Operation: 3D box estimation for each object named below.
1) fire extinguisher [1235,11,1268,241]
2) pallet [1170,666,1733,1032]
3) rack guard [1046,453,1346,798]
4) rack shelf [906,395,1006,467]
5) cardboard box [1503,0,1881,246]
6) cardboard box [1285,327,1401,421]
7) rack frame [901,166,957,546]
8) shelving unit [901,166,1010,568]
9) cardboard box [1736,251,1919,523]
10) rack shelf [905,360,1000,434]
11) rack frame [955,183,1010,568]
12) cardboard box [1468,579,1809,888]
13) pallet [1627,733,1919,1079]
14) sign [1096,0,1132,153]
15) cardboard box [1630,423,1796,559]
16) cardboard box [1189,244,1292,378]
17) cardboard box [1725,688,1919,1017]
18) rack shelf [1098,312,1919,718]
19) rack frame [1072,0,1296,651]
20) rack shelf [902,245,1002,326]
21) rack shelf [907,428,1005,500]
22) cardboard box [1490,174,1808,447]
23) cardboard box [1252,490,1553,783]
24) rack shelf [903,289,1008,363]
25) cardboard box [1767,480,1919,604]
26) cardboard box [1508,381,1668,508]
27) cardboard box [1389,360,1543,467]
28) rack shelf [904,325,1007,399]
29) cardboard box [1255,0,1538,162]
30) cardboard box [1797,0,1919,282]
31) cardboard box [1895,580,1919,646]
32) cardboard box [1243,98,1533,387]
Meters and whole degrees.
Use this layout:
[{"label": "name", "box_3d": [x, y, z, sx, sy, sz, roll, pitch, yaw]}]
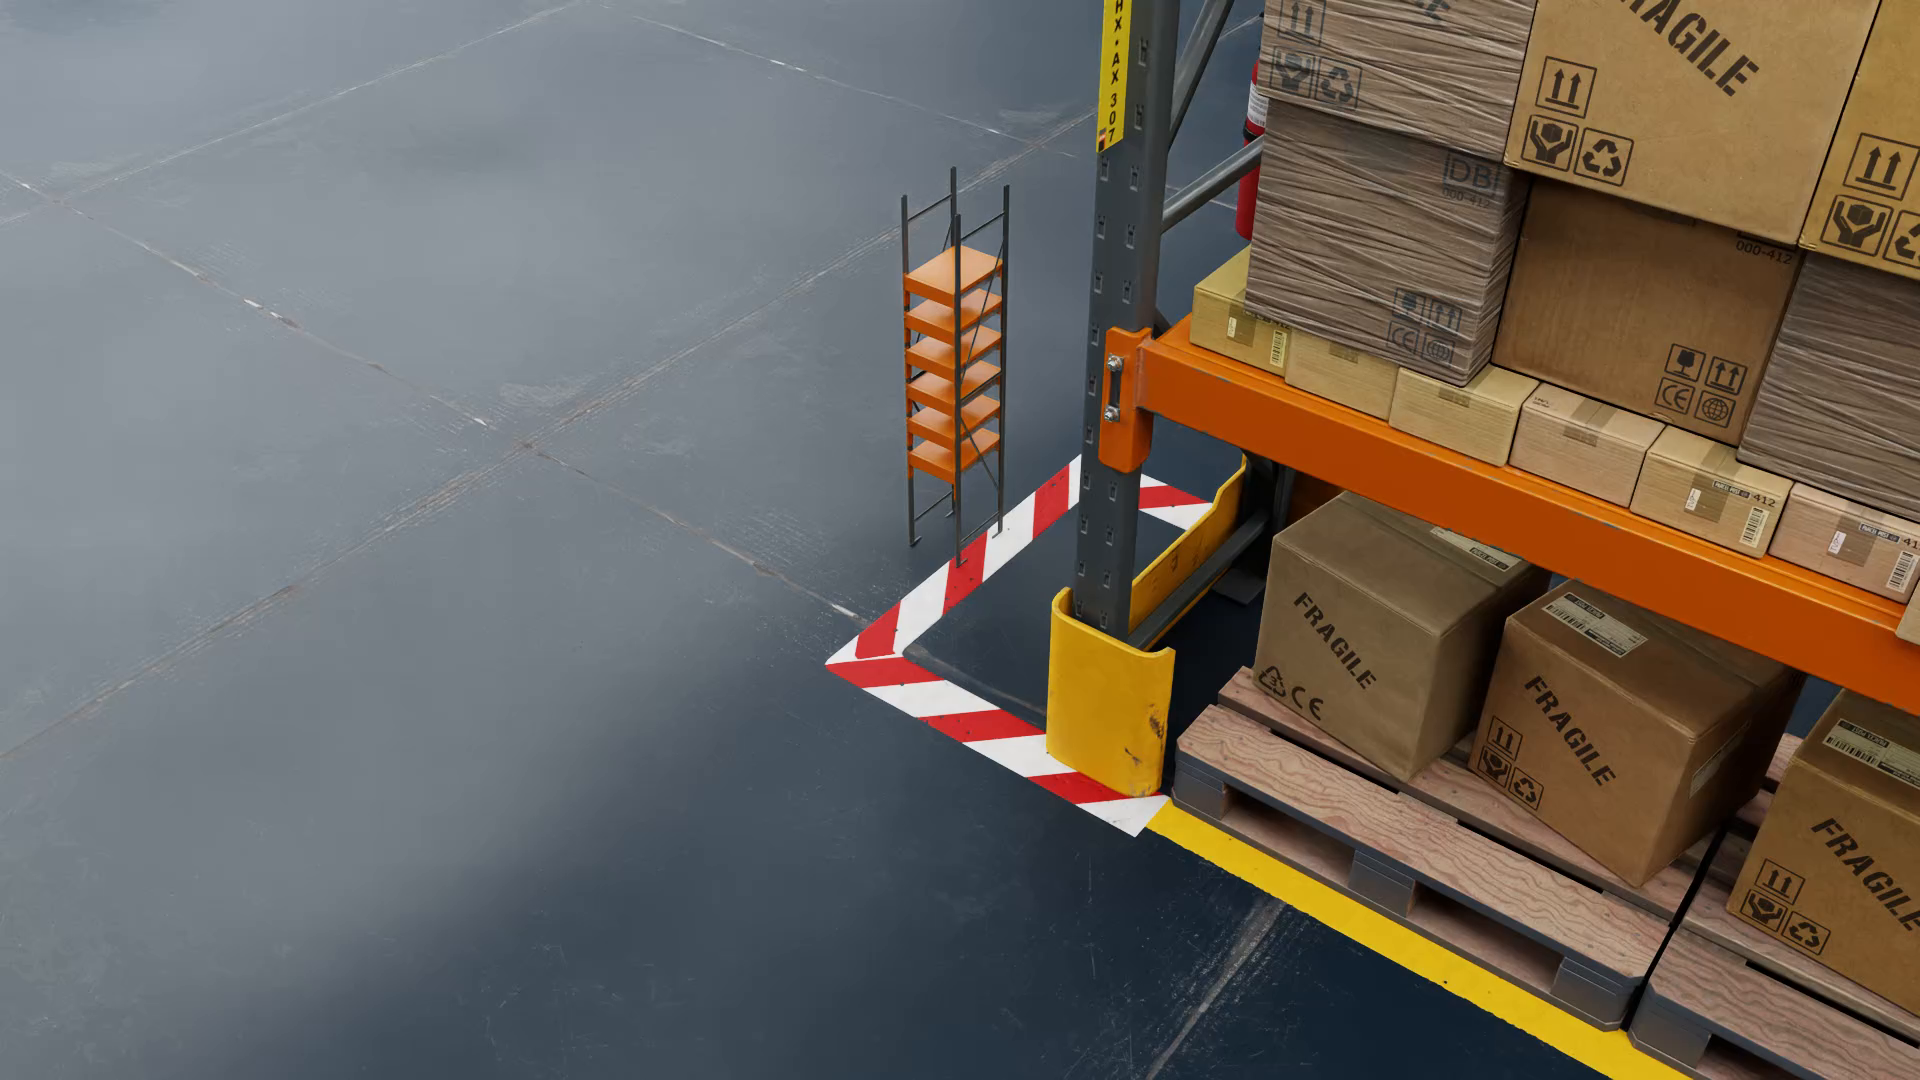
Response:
[{"label": "fire extinguisher", "box_3d": [0.828, -1.102, 4.287, 0.183, 0.674, 0.296, 25, 45, 29]}, {"label": "pallet", "box_3d": [1.323, 0.584, 4.332, 1.213, 0.211, 1.003, 25, 45, 29]}, {"label": "rack guard", "box_3d": [0.699, 0.149, 4.654, 0.348, 0.500, 1.175, 25, 45, 29]}, {"label": "rack shelf", "box_3d": [-0.012, -0.349, 4.988, 0.180, 0.103, 0.258, 25, 45, 29]}, {"label": "cardboard box", "box_3d": [1.303, -0.884, 2.812, 0.500, 0.500, 0.500, 25, 45, 29]}, {"label": "cardboard box", "box_3d": [0.907, -0.438, 3.580, 0.250, 0.149, 0.380, 25, 45, 29]}, {"label": "rack frame", "box_3d": [-0.084, -0.512, 4.931, 0.006, 1.200, 0.240, 25, 45, 29]}, {"label": "shelving unit", "box_3d": [-0.012, -0.478, 4.887, 0.189, 1.200, 0.258, 25, 45, 29]}, {"label": "cardboard box", "box_3d": [1.900, -0.464, 3.087, 0.500, 0.500, 0.875, 25, 45, 29]}, {"label": "rack shelf", "box_3d": [-0.012, -0.443, 4.915, 0.180, 0.103, 0.258, 25, 45, 29]}, {"label": "rack frame", "box_3d": [0.061, -0.444, 4.843, 0.006, 1.200, 0.240, 25, 45, 29]}, {"label": "cardboard box", "box_3d": [1.620, 0.404, 3.987, 0.500, 0.500, 0.500, -25, 45, -29]}, {"label": "pallet", "box_3d": [2.288, 1.041, 3.749, 1.213, 0.211, 1.003, 25, 45, 29]}, {"label": "sign", "box_3d": [0.309, -0.939, 3.314, 0.005, 0.325, 0.100, 25, 45, 29]}, {"label": "cardboard box", "box_3d": [1.502, -0.157, 3.221, 0.250, 0.149, 0.380, 25, 45, 29]}, {"label": "cardboard box", "box_3d": [0.720, -0.541, 3.712, 0.250, 0.149, 0.380, 25, 45, 29]}, {"label": "cardboard box", "box_3d": [2.106, 0.648, 3.676, 0.500, 0.500, 0.500, 30, 47, 32]}, {"label": "rack shelf", "box_3d": [2.227, 0.169, 3.185, 4.000, 0.370, 1.077, 25, 45, 29]}, {"label": "rack frame", "box_3d": [0.639, -0.864, 3.920, 0.127, 3.000, 1.000, 25, 45, 29]}, {"label": "rack shelf", "box_3d": [-0.012, -0.727, 4.693, 0.180, 0.103, 0.258, 25, 45, 29]}, {"label": "rack shelf", "box_3d": [-0.012, -0.254, 5.062, 0.180, 0.103, 0.258, 25, 45, 29]}, {"label": "cardboard box", "box_3d": [1.529, -0.672, 3.353, 0.500, 0.500, 0.875, 25, 45, 29]}, {"label": "cardboard box", "box_3d": [1.124, 0.197, 4.252, 0.500, 0.500, 0.500, -29, 46, -32]}, {"label": "rack shelf", "box_3d": [-0.012, -0.632, 4.767, 0.180, 0.103, 0.258, 25, 45, 29]}, {"label": "cardboard box", "box_3d": [1.717, -0.076, 3.118, 0.250, 0.149, 0.380, 25, 45, 29]}, {"label": "cardboard box", "box_3d": [1.308, -0.254, 3.345, 0.250, 0.149, 0.380, 25, 45, 29]}, {"label": "cardboard box", "box_3d": [1.097, -0.337, 3.451, 0.250, 0.149, 0.380, 25, 45, 29]}, {"label": "rack shelf", "box_3d": [-0.012, -0.538, 4.841, 0.180, 0.103, 0.258, 25, 45, 29]}, {"label": "cardboard box", "box_3d": [0.910, -1.074, 3.056, 0.500, 0.500, 0.500, 25, 45, 29]}, {"label": "cardboard box", "box_3d": [1.701, -0.697, 2.574, 0.500, 0.500, 0.500, 25, 45, 29]}, {"label": "cardboard box", "box_3d": [1.853, 0.068, 2.934, 0.250, 0.149, 0.380, 25, 45, 29]}, {"label": "cardboard box", "box_3d": [1.059, -0.801, 3.517, 0.500, 0.500, 0.875, 25, 45, 29]}]
